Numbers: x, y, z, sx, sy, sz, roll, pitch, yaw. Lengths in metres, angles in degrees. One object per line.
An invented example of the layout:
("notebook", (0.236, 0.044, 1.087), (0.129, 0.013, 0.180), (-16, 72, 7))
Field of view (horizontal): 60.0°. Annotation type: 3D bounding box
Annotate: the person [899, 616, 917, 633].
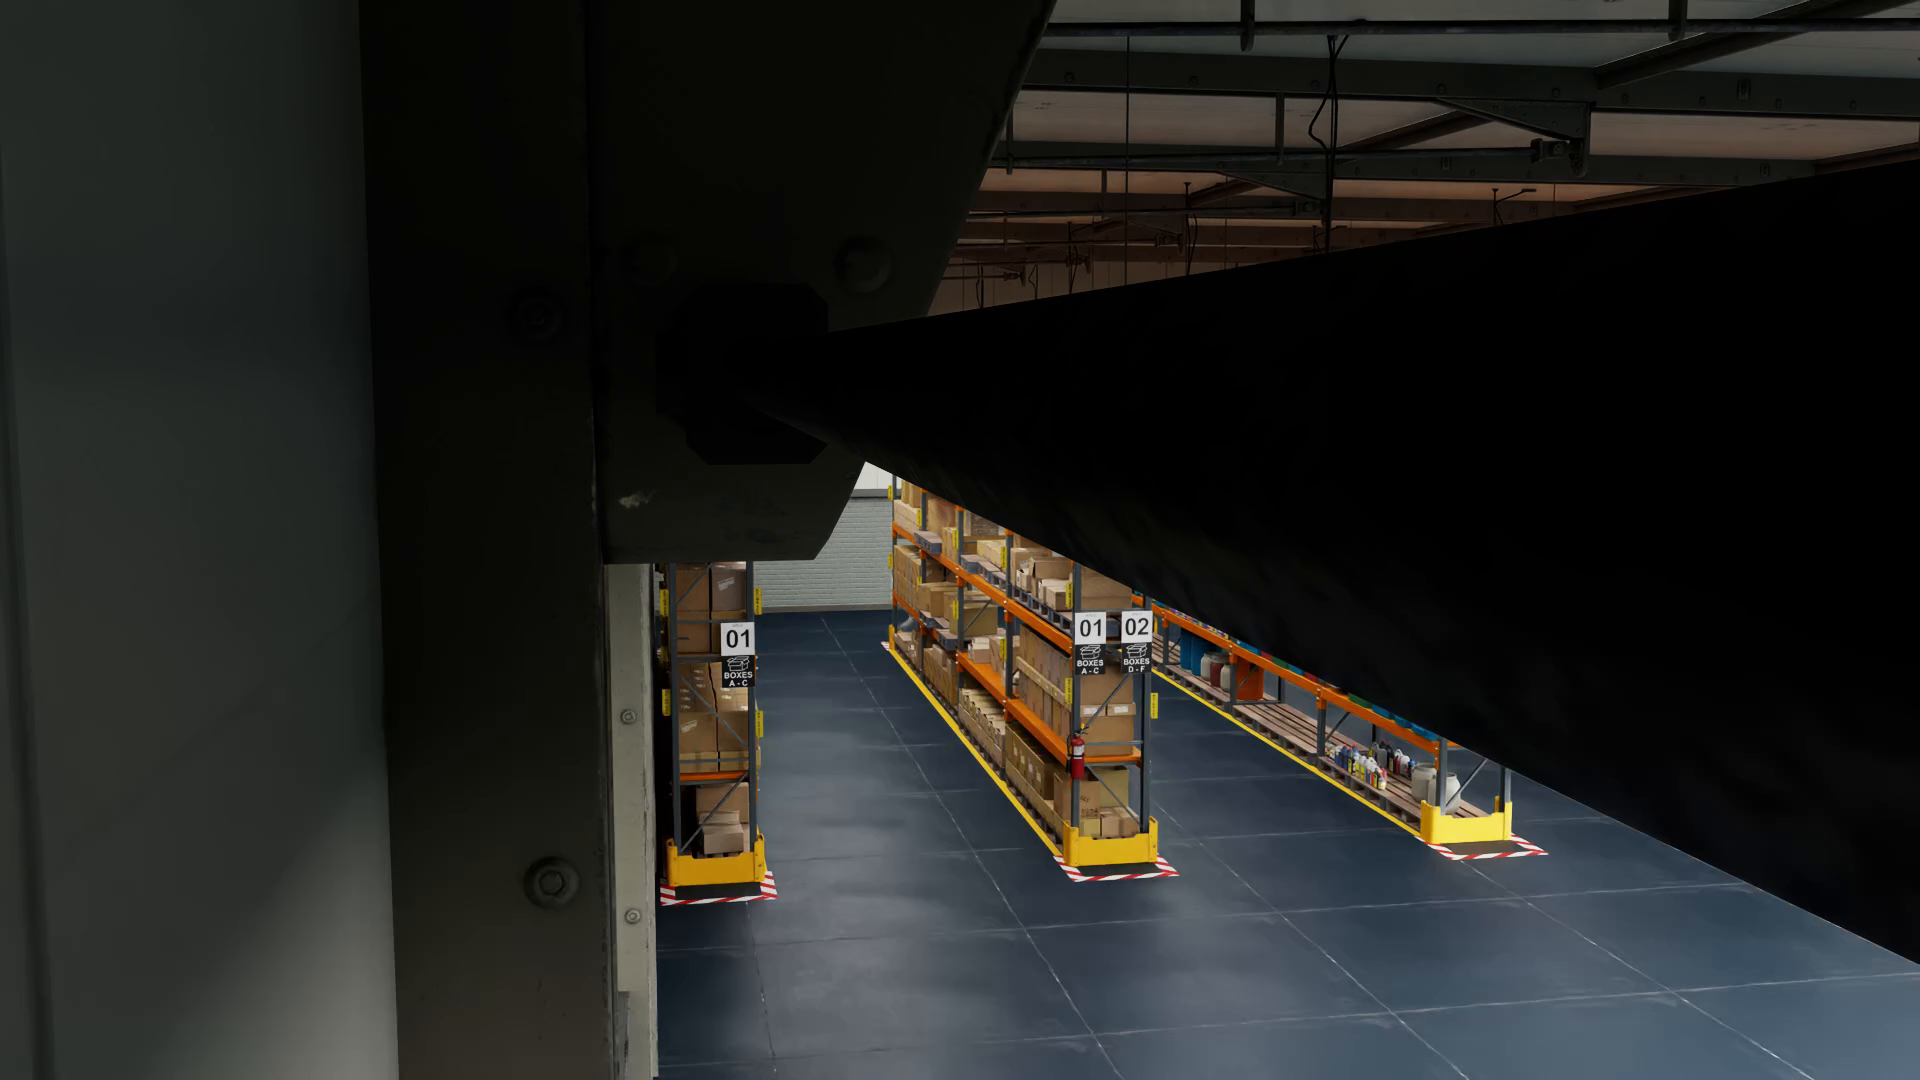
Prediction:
("person", (-0.923, 1.414, 37.968), (0.978, 1.621, 0.480), (1, 6, 6))
